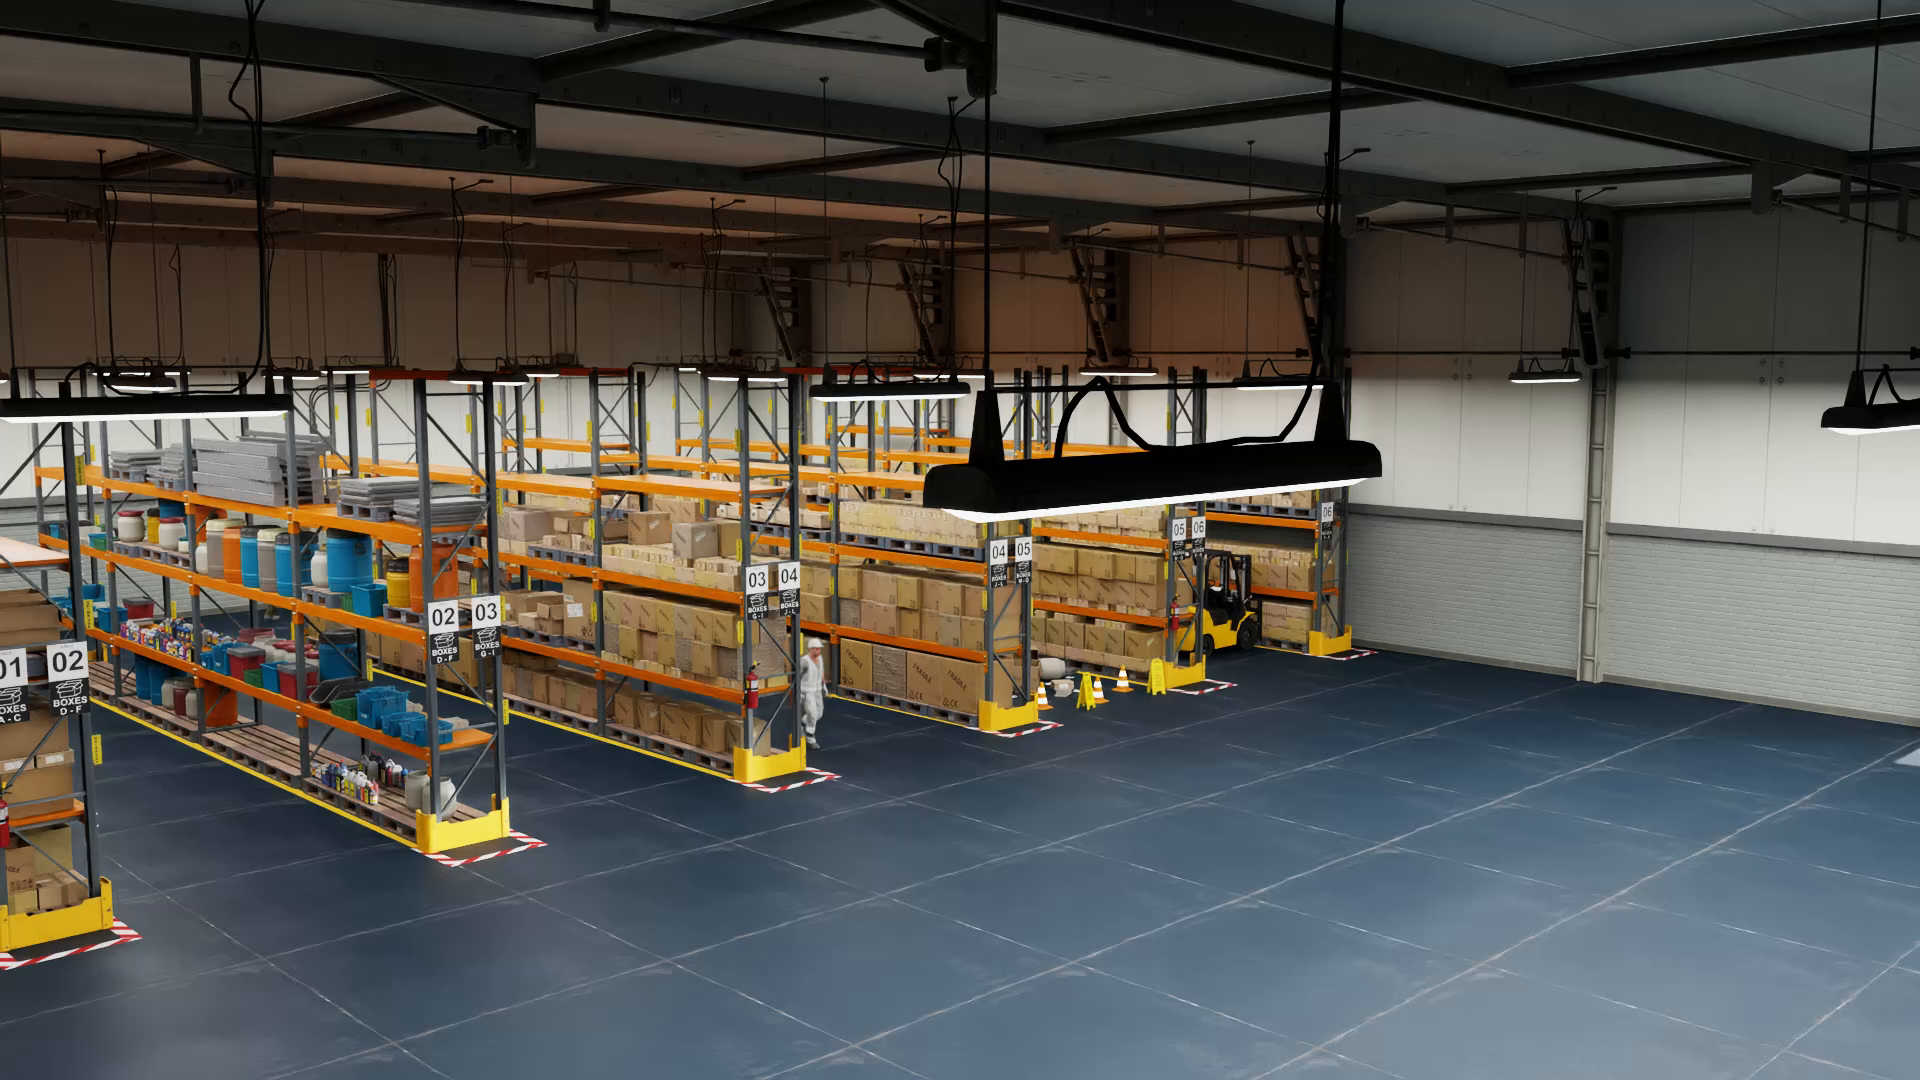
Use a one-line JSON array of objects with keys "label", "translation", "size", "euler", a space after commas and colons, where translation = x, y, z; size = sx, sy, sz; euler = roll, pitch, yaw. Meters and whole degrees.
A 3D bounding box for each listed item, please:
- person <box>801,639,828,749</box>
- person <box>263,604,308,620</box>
[{"label": "person", "translation": [-2.473, 2.445, 26.778], "size": [0.705, 1.765, 0.626], "euler": [4, 8, 34]}, {"label": "person", "translation": [-15.928, 1.019, 39.306], "size": [1.090, 1.734, 0.609], "euler": [-4, 8, -32]}]
